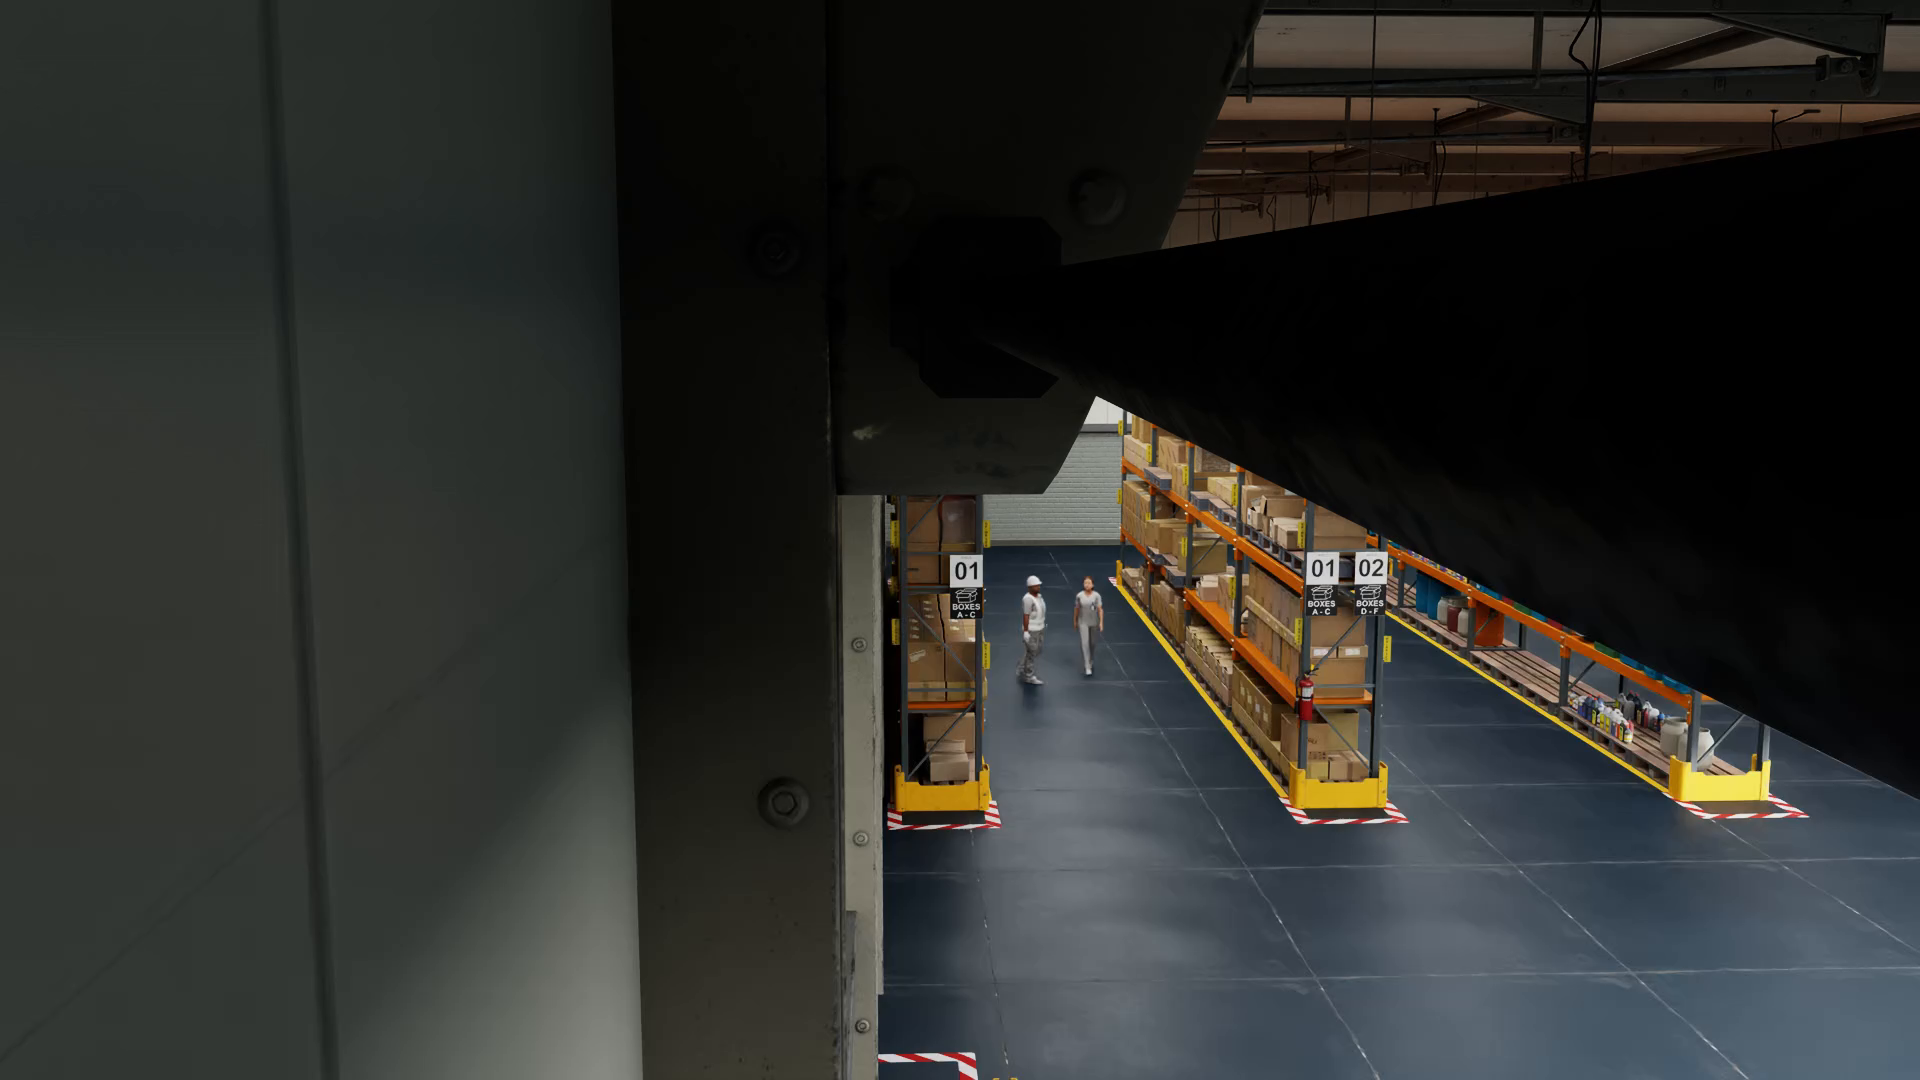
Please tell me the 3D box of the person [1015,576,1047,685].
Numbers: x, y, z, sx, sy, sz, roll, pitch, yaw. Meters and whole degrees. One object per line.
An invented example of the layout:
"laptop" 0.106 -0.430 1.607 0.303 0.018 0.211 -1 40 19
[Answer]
"person" 1.147 1.458 27.147 0.517 1.787 0.634 3 9 20

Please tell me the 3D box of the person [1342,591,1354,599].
"person" 6.318 1.477 27.515 0.562 1.625 1.006 -1 9 -9

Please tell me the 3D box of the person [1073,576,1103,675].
"person" 2.165 1.411 28.020 0.469 1.620 1.064 -1 8 -6
